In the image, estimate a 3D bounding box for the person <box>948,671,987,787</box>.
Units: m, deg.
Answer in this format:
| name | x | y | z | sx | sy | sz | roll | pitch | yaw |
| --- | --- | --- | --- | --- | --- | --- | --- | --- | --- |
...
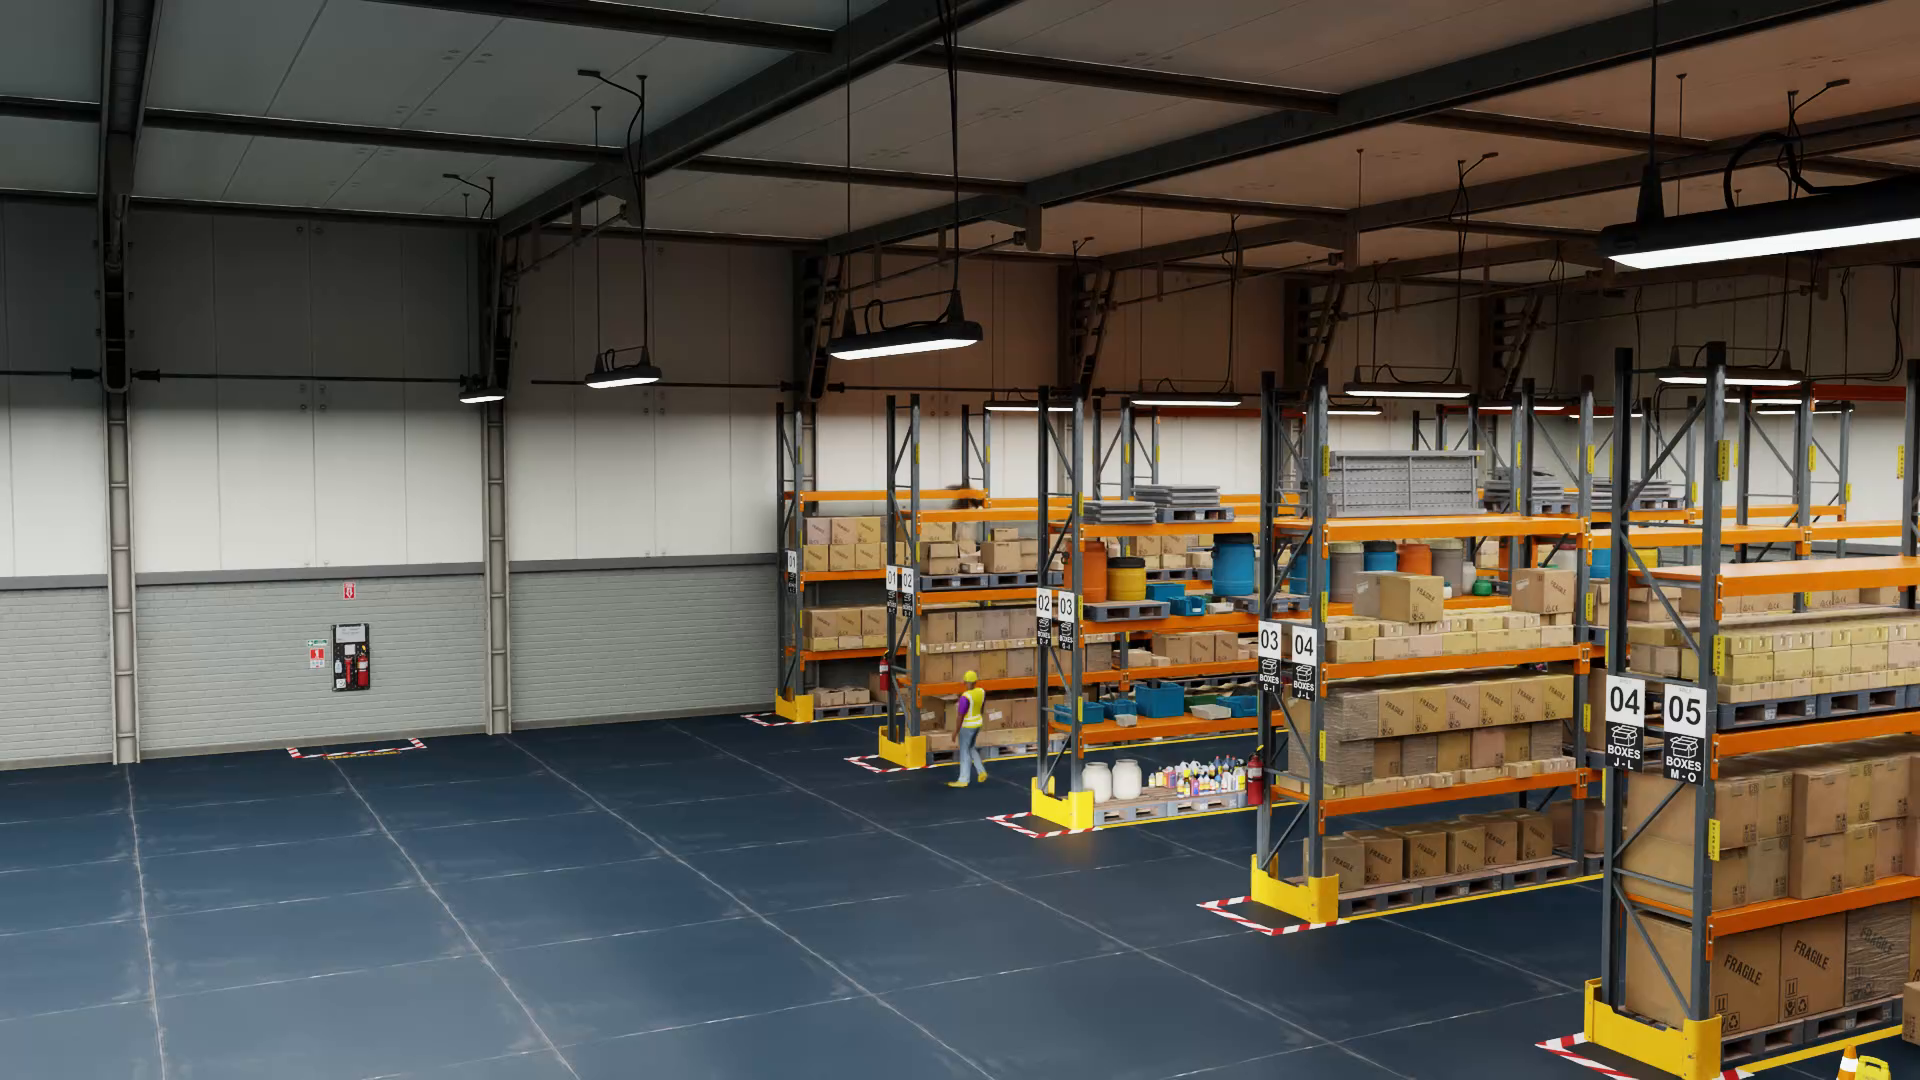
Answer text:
| name | x | y | z | sx | sy | sz | roll | pitch | yaw |
| --- | --- | --- | --- | --- | --- | --- | --- | --- | --- |
| person | 0.132 | 2.847 | 25.244 | 0.501 | 1.759 | 0.673 | 1 | 4 | 25 |
